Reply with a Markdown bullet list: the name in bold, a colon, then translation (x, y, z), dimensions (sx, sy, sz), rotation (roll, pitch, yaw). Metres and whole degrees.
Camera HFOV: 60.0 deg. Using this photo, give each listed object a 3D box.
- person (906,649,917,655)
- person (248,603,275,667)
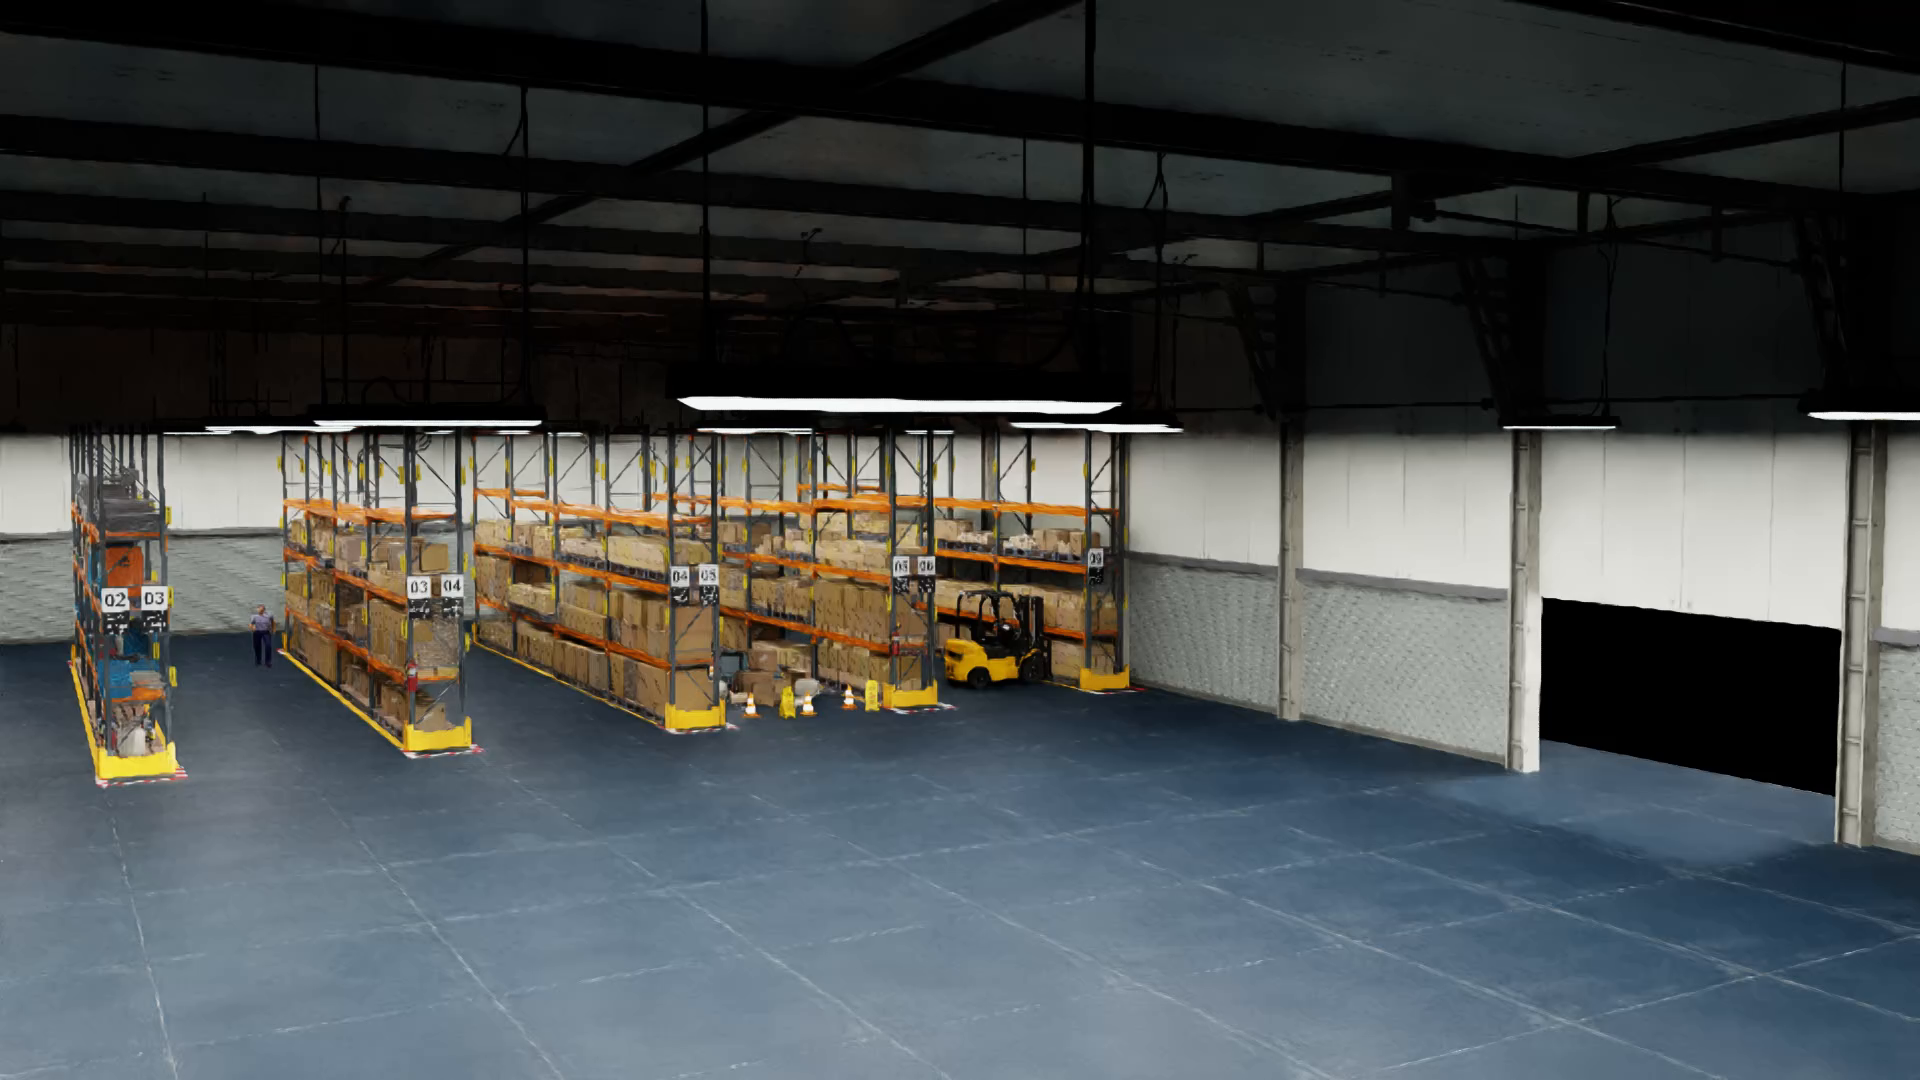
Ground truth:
- **person**: translation (-1.201, 2.440, 39.365), dimensions (0.569, 1.668, 0.560), rotation (0, 4, 2)
- **person**: translation (-17.487, 2.410, 41.667), dimensions (0.628, 1.486, 0.828), rotation (-2, 4, -24)
